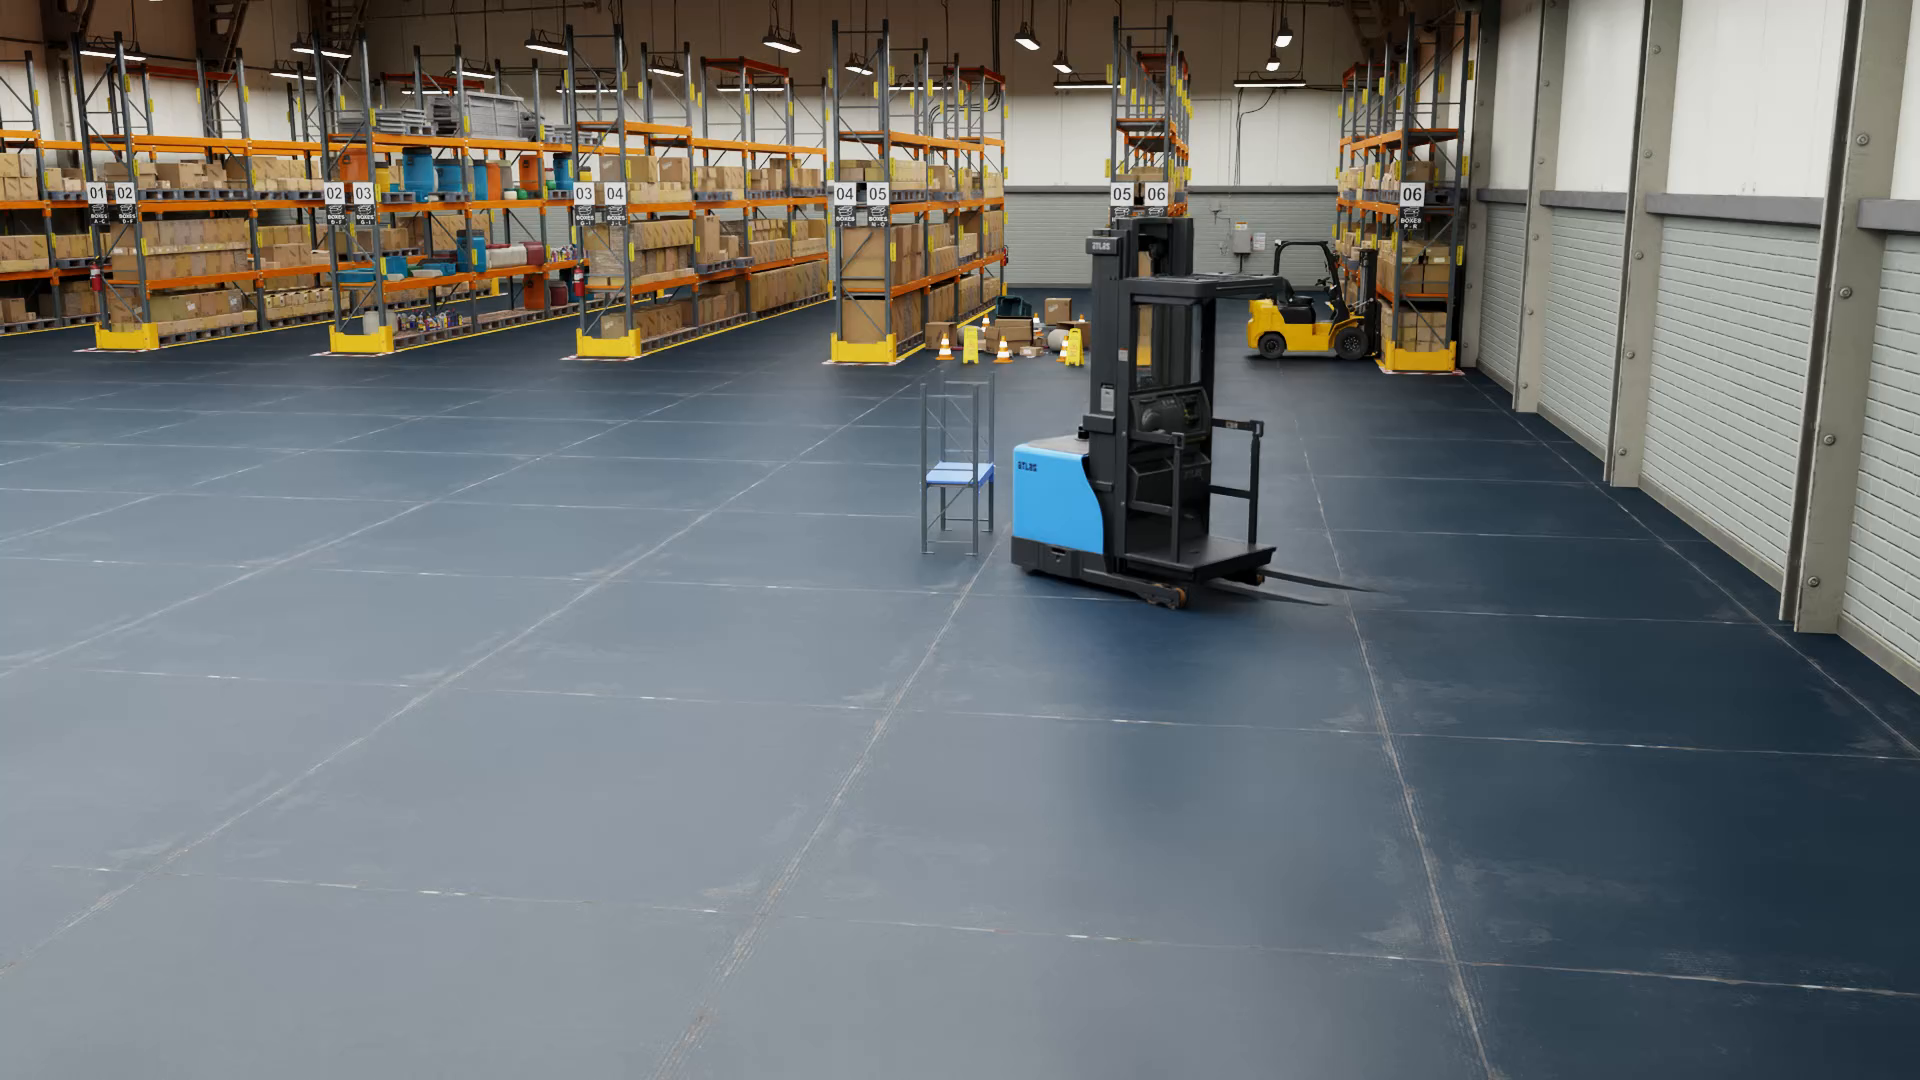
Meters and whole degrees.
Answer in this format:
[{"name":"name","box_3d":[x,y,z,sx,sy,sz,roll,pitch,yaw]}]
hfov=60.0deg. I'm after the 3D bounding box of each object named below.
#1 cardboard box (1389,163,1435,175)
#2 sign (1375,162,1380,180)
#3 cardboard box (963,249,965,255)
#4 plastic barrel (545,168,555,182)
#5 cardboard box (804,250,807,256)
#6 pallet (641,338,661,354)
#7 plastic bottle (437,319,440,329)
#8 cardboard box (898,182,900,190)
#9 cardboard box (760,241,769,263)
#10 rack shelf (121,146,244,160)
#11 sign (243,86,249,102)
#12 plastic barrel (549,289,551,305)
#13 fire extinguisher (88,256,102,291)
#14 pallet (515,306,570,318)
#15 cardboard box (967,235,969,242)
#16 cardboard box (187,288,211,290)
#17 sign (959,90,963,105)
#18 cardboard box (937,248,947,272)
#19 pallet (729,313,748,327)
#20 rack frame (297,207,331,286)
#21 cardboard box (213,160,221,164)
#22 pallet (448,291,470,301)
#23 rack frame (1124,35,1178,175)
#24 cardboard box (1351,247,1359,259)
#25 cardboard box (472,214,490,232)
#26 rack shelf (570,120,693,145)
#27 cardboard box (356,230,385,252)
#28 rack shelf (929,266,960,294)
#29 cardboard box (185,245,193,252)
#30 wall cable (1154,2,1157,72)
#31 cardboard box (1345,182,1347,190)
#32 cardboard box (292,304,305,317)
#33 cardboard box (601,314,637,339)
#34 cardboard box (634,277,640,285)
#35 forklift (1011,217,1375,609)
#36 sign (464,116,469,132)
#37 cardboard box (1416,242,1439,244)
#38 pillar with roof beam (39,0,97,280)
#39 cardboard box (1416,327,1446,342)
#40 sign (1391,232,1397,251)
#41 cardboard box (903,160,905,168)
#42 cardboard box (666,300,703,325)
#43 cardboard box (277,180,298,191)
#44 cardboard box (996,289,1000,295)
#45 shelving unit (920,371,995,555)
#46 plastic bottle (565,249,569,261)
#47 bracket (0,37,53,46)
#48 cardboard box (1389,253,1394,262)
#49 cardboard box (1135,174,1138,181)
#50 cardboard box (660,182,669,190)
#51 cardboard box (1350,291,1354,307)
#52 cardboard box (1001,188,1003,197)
[{"name":"cardboard box","box_3d":[8.266,-6.664,30.451,0.797,0.503,0.637,2,12,10]},{"name":"sign","box_3d":[8.132,-7.183,32.367,0.100,0.325,0.005,2,12,9]},{"name":"cardboard box","box_3d":[-0.098,-6.820,39.374,0.380,0.149,0.250,2,12,11]},{"name":"plastic barrel","box_3d":[-10.183,-8.881,40.900,0.433,0.535,0.433,0,12,0]},{"name":"cardboard box","box_3d":[-4.265,-7.587,43.930,0.380,0.149,0.250,2,12,8]},{"name":"pallet","box_3d":[-6.471,-3.764,32.214,1.003,0.211,1.213,2,12,9]},{"name":"plastic bottle","box_3d":[-10.835,-4.474,34.487,0.097,0.201,0.097,0,12,0]},{"name":"cardboard box","box_3d":[-1.311,-6.525,30.651,0.380,0.149,0.250,2,12,9]},{"name":"cardboard box","box_3d":[-4.917,-6.964,40.207,0.500,0.500,0.500,2,12,8]},{"name":"rack shelf","box_3d":[-19.788,-9.892,42.447,1.077,0.370,4.000,2,12,9]},{"name":"sign","box_3d":[-15.271,-9.541,35.570,0.100,0.325,0.005,2,12,9]},{"name":"plastic barrel","box_3d":[-10.250,-5.981,40.791,0.421,0.512,0.421,0,12,0]},{"name":"fire extinguisher","box_3d":[-16.908,-5.218,32.524,0.296,0.674,0.183,2,12,9]},{"name":"pallet","box_3d":[-10.227,-5.571,40.601,1.003,0.211,1.213,2,12,9]},{"name":"cardboard box","box_3d":[0.018,-7.272,40.059,0.380,0.149,0.250,1,12,6]},{"name":"cardboard box","box_3d":[-16.266,-5.135,35.705,0.500,0.500,0.500,2,12,9]},{"name":"sign","box_3d":[0.022,-9.876,37.124,0.100,0.325,0.005,2,12,9]},{"name":"cardboard box","box_3d":[-0.561,-6.059,36.005,0.500,0.500,0.500,2,12,10]},{"name":"pallet","box_3d":[-5.534,-5.083,38.334,1.003,0.211,1.213,2,12,9]},{"name":"rack frame","box_3d":[-18.865,-8.755,48.756,1.000,3.000,0.127,2,12,9]},{"name":"cardboard box","box_3d":[-19.746,-9.841,43.610,0.500,0.250,0.500,3,12,13]},{"name":"pallet","box_3d":[-14.293,-6.797,46.290,1.003,0.211,1.213,2,12,9]},{"name":"rack frame","box_3d":[3.764,-8.387,32.809,1.000,3.000,0.127,2,12,9]},{"name":"cardboard box","box_3d":[9.127,-6.489,37.601,0.500,0.250,0.500,1,12,6]},{"name":"cardboard box","box_3d":[-13.767,-9.032,47.428,0.500,0.500,0.500,2,12,8]},{"name":"rack shelf","box_3d":[-6.335,-7.939,32.443,1.077,0.370,4.000,2,12,9]},{"name":"cardboard box","box_3d":[-14.886,-7.503,41.713,0.700,0.500,0.500,4,13,19]},{"name":"rack shelf","box_3d":[-0.835,-5.659,36.095,1.077,0.370,4.000,2,12,9]},{"name":"cardboard box","box_3d":[-15.962,-5.974,34.072,0.380,0.149,0.250,2,12,8]},{"name":"wall cable","box_3d":[4.676,-15.061,49.535,2.355,3.000,0.029,2,12,9]},{"name":"cardboard box","box_3d":[9.796,-8.716,41.102,0.500,0.250,0.500,1,12,7]},{"name":"cardboard box","box_3d":[-15.352,-5.249,38.016,0.500,0.250,0.500,1,12,7]},{"name":"cardboard box","box_3d":[-6.530,-4.056,31.887,0.500,0.500,0.500,4,13,19]},{"name":"cardboard box","box_3d":[-6.306,-4.923,31.572,0.380,0.149,0.250,2,12,9]},{"name":"forklift","box_3d":[1.819,-1.023,13.039,1.130,2.935,3.031,-12,17,-43]},{"name":"sign","box_3d":[-10.380,-8.747,34.972,0.100,0.325,0.005,2,12,9]},{"name":"cardboard box","box_3d":[8.776,-5.516,31.242,0.380,0.149,0.250,2,12,8]},{"name":"pillar with roof beam","box_3d":[-16.897,-9.641,38.624,9.100,9.000,0.548,2,12,9]},{"name":"cardboard box","box_3d":[8.332,-3.659,29.450,0.500,0.250,0.500,2,12,10]},{"name":"sign","box_3d":[7.520,-5.164,28.783,0.100,0.325,0.005,2,12,9]},{"name":"cardboard box","box_3d":[-1.235,-7.020,31.052,0.380,0.149,0.250,2,12,8]},{"name":"cardboard box","box_3d":[-5.912,-4.896,35.738,0.700,0.500,0.500,1,12,4]},{"name":"cardboard box","box_3d":[-15.461,-8.092,37.917,0.500,0.250,0.500,1,12,4]},{"name":"cardboard box","box_3d":[0.889,-6.731,45.131,0.380,0.149,0.250,2,12,10]},{"name":"shelving unit","box_3d":[-0.013,-0.715,15.010,0.538,1.500,1.048,2,12,9]},{"name":"plastic bottle","box_3d":[-9.698,-7.031,41.030,0.061,0.283,0.133,2,12,9]},{"name":"bracket","box_3d":[-21.262,-10.902,35.933,0.076,0.066,4.783,2,12,9]},{"name":"cardboard box","box_3d":[7.985,-5.124,30.128,0.380,0.149,0.250,1,12,7]},{"name":"cardboard box","box_3d":[2.987,-6.488,29.818,0.380,0.149,0.250,2,12,10]},{"name":"cardboard box","box_3d":[-5.990,-7.012,32.958,0.380,0.149,0.250,2,12,11]},{"name":"cardboard box","box_3d":[9.364,-5.527,38.714,0.500,0.500,0.500,1,12,7]},{"name":"cardboard box","box_3d":[0.895,-9.382,44.899,0.500,0.250,0.500,2,12,7]}]
